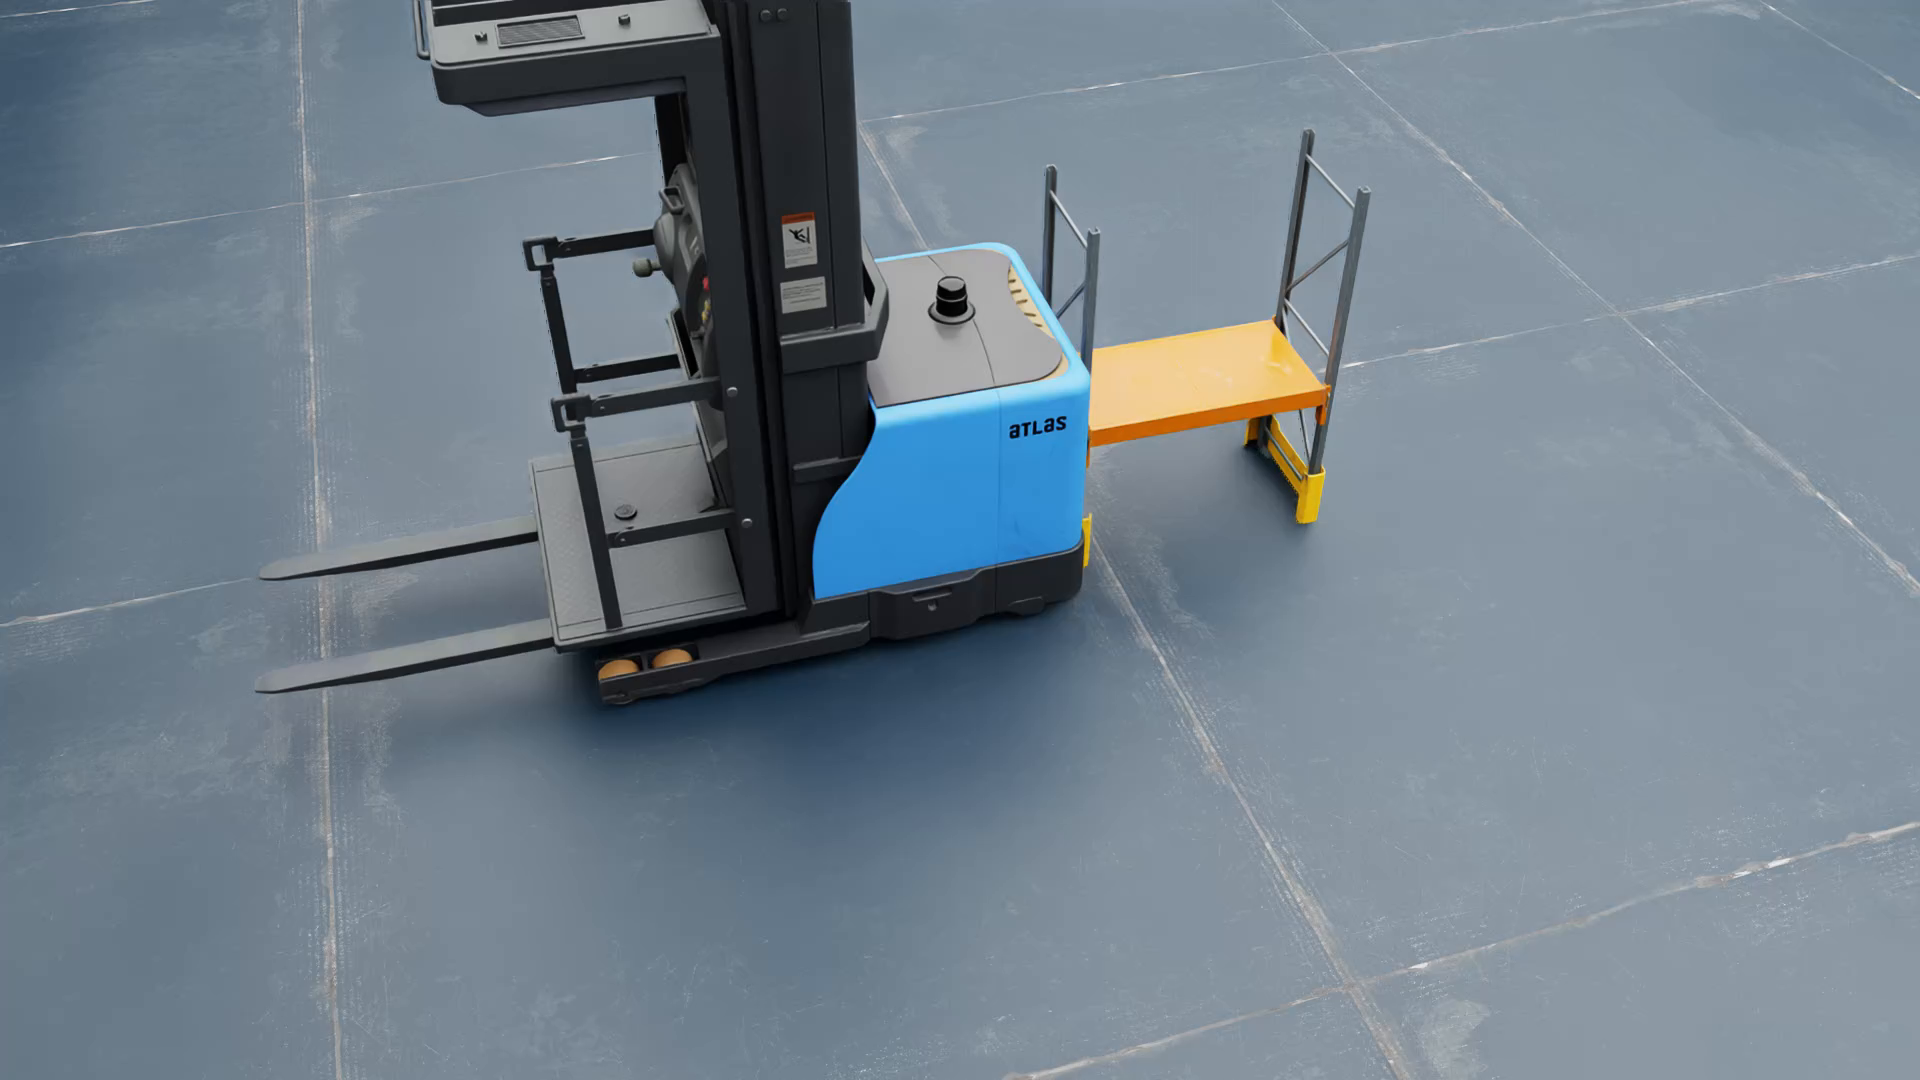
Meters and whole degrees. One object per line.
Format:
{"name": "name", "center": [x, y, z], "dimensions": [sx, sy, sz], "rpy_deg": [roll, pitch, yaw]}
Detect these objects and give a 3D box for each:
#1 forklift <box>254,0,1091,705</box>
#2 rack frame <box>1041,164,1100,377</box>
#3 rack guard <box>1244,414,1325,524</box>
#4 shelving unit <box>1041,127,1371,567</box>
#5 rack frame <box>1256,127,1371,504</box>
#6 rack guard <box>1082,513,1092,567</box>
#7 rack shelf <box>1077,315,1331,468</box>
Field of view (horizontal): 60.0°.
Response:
{"name": "forklift", "center": [-1.102, -0.894, 5.545], "dimensions": [3.031, 2.935, 1.130], "rpy_deg": [-11, 42, -12]}
{"name": "rack frame", "center": [0.395, -0.638, 6.340], "dimensions": [0.032, 1.500, 0.500], "rpy_deg": [-11, 42, -12]}
{"name": "rack guard", "center": [1.353, -0.350, 6.961], "dimensions": [0.087, 0.250, 0.587], "rpy_deg": [-11, 42, -12]}
{"name": "shelving unit", "center": [0.875, -0.730, 6.445], "dimensions": [1.083, 1.500, 0.587], "rpy_deg": [-11, 42, -12]}
{"name": "rack frame", "center": [1.372, -0.824, 6.554], "dimensions": [0.032, 1.500, 0.500], "rpy_deg": [-11, 42, -12]}
{"name": "rack guard", "center": [0.397, -0.168, 6.752], "dimensions": [0.087, 0.250, 0.587], "rpy_deg": [-11, 42, -12]}
{"name": "rack shelf", "center": [0.884, -0.596, 6.565], "dimensions": [1.000, 0.185, 0.538], "rpy_deg": [-11, 42, -12]}
